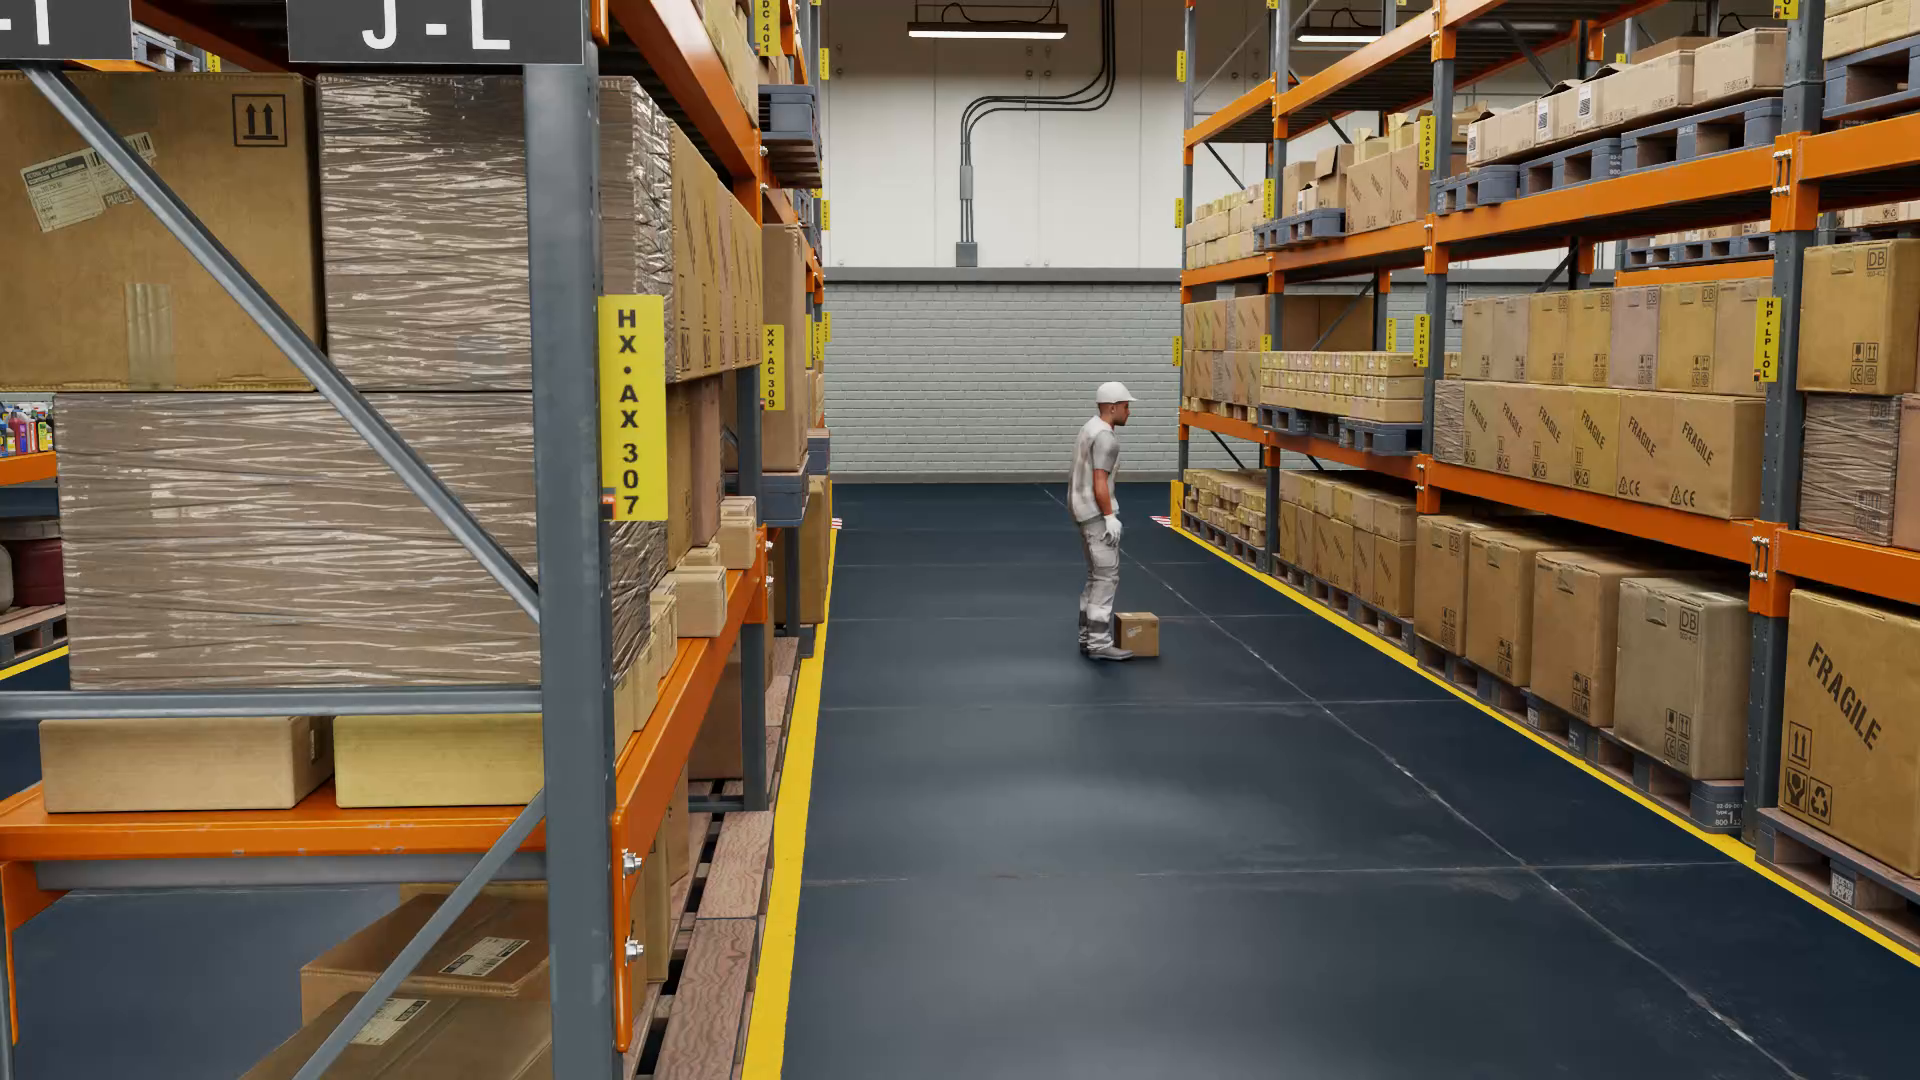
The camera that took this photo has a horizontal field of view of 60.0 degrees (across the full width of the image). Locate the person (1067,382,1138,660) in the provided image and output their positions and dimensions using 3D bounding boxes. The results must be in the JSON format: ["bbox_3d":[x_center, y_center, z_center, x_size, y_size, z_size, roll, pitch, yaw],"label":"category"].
[{"bbox_3d":[0.931,-0.134,10.803,0.448,1.779,0.609,0,7,-3],"label":"person"}]
